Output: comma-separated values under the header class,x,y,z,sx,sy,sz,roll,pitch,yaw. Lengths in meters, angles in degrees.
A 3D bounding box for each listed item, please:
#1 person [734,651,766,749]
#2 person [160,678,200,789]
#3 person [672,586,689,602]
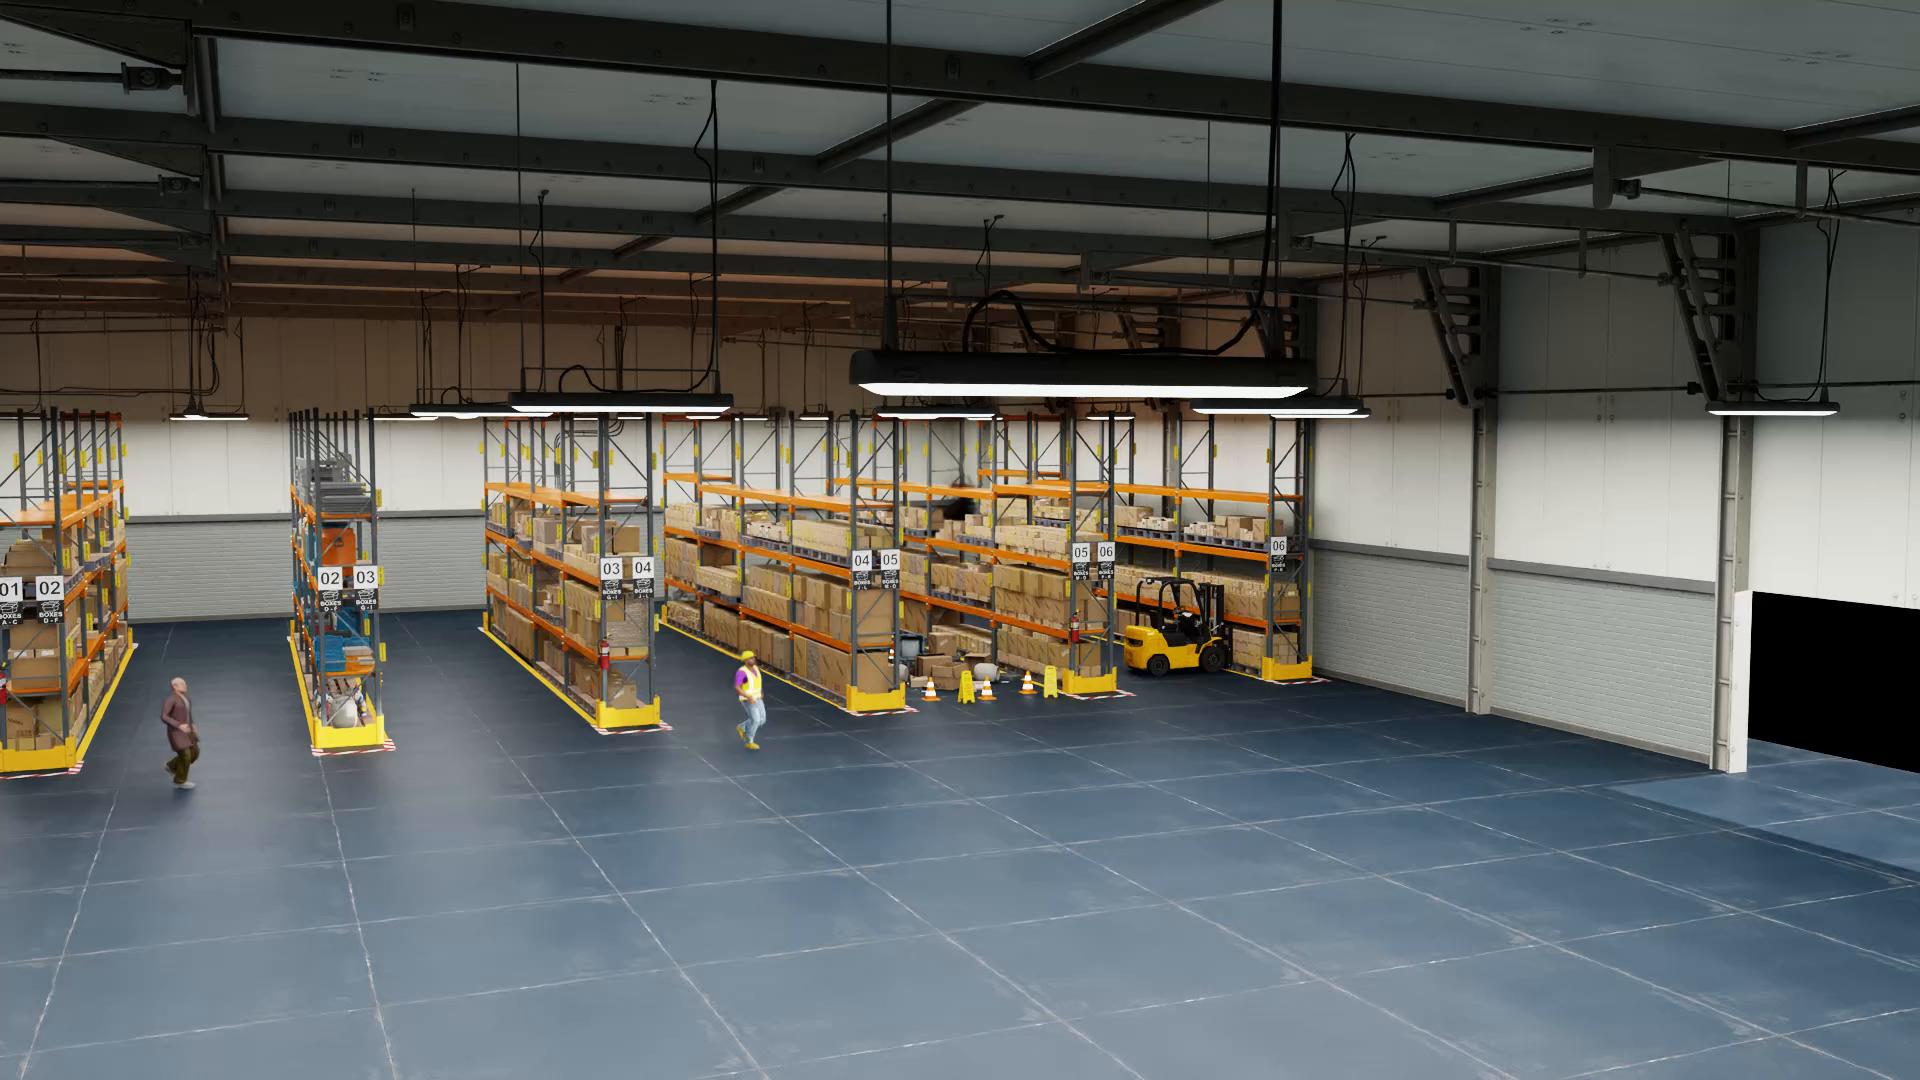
class,x,y,z,sx,sy,sz,roll,pitch,yaw
person,-3.724,2.809,29.373,0.546,1.728,0.698,2,4,24
person,-12.251,3.025,26.042,0.637,1.740,0.730,0,4,6
person,-8.287,1.427,49.344,0.779,1.707,0.719,0,4,5
